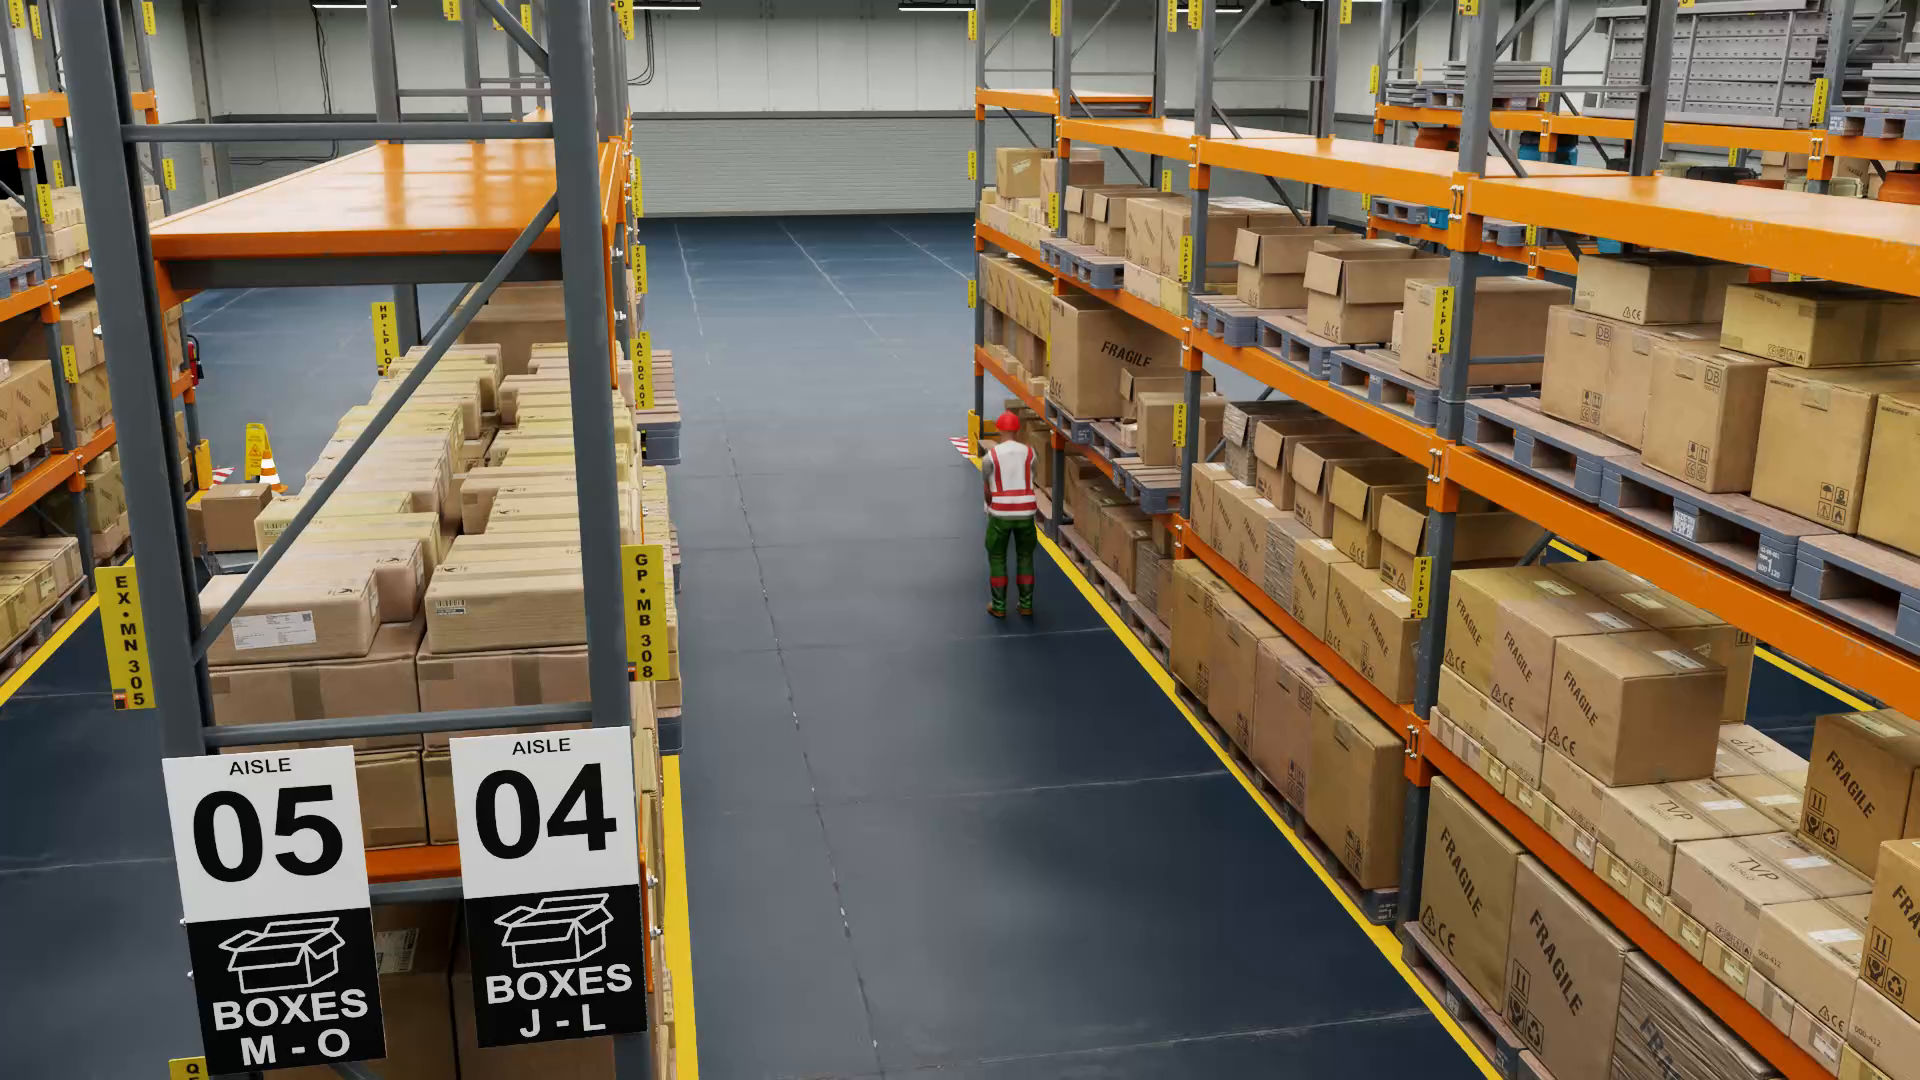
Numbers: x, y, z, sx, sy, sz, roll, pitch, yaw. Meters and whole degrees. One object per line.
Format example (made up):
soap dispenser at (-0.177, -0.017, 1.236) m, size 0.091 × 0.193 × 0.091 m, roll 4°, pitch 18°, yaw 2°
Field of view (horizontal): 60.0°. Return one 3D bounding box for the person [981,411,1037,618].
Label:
person at (0.414, -0.239, 14.347) m, size 0.493 × 1.770 × 0.576 m, roll -3°, pitch 17°, yaw -11°
